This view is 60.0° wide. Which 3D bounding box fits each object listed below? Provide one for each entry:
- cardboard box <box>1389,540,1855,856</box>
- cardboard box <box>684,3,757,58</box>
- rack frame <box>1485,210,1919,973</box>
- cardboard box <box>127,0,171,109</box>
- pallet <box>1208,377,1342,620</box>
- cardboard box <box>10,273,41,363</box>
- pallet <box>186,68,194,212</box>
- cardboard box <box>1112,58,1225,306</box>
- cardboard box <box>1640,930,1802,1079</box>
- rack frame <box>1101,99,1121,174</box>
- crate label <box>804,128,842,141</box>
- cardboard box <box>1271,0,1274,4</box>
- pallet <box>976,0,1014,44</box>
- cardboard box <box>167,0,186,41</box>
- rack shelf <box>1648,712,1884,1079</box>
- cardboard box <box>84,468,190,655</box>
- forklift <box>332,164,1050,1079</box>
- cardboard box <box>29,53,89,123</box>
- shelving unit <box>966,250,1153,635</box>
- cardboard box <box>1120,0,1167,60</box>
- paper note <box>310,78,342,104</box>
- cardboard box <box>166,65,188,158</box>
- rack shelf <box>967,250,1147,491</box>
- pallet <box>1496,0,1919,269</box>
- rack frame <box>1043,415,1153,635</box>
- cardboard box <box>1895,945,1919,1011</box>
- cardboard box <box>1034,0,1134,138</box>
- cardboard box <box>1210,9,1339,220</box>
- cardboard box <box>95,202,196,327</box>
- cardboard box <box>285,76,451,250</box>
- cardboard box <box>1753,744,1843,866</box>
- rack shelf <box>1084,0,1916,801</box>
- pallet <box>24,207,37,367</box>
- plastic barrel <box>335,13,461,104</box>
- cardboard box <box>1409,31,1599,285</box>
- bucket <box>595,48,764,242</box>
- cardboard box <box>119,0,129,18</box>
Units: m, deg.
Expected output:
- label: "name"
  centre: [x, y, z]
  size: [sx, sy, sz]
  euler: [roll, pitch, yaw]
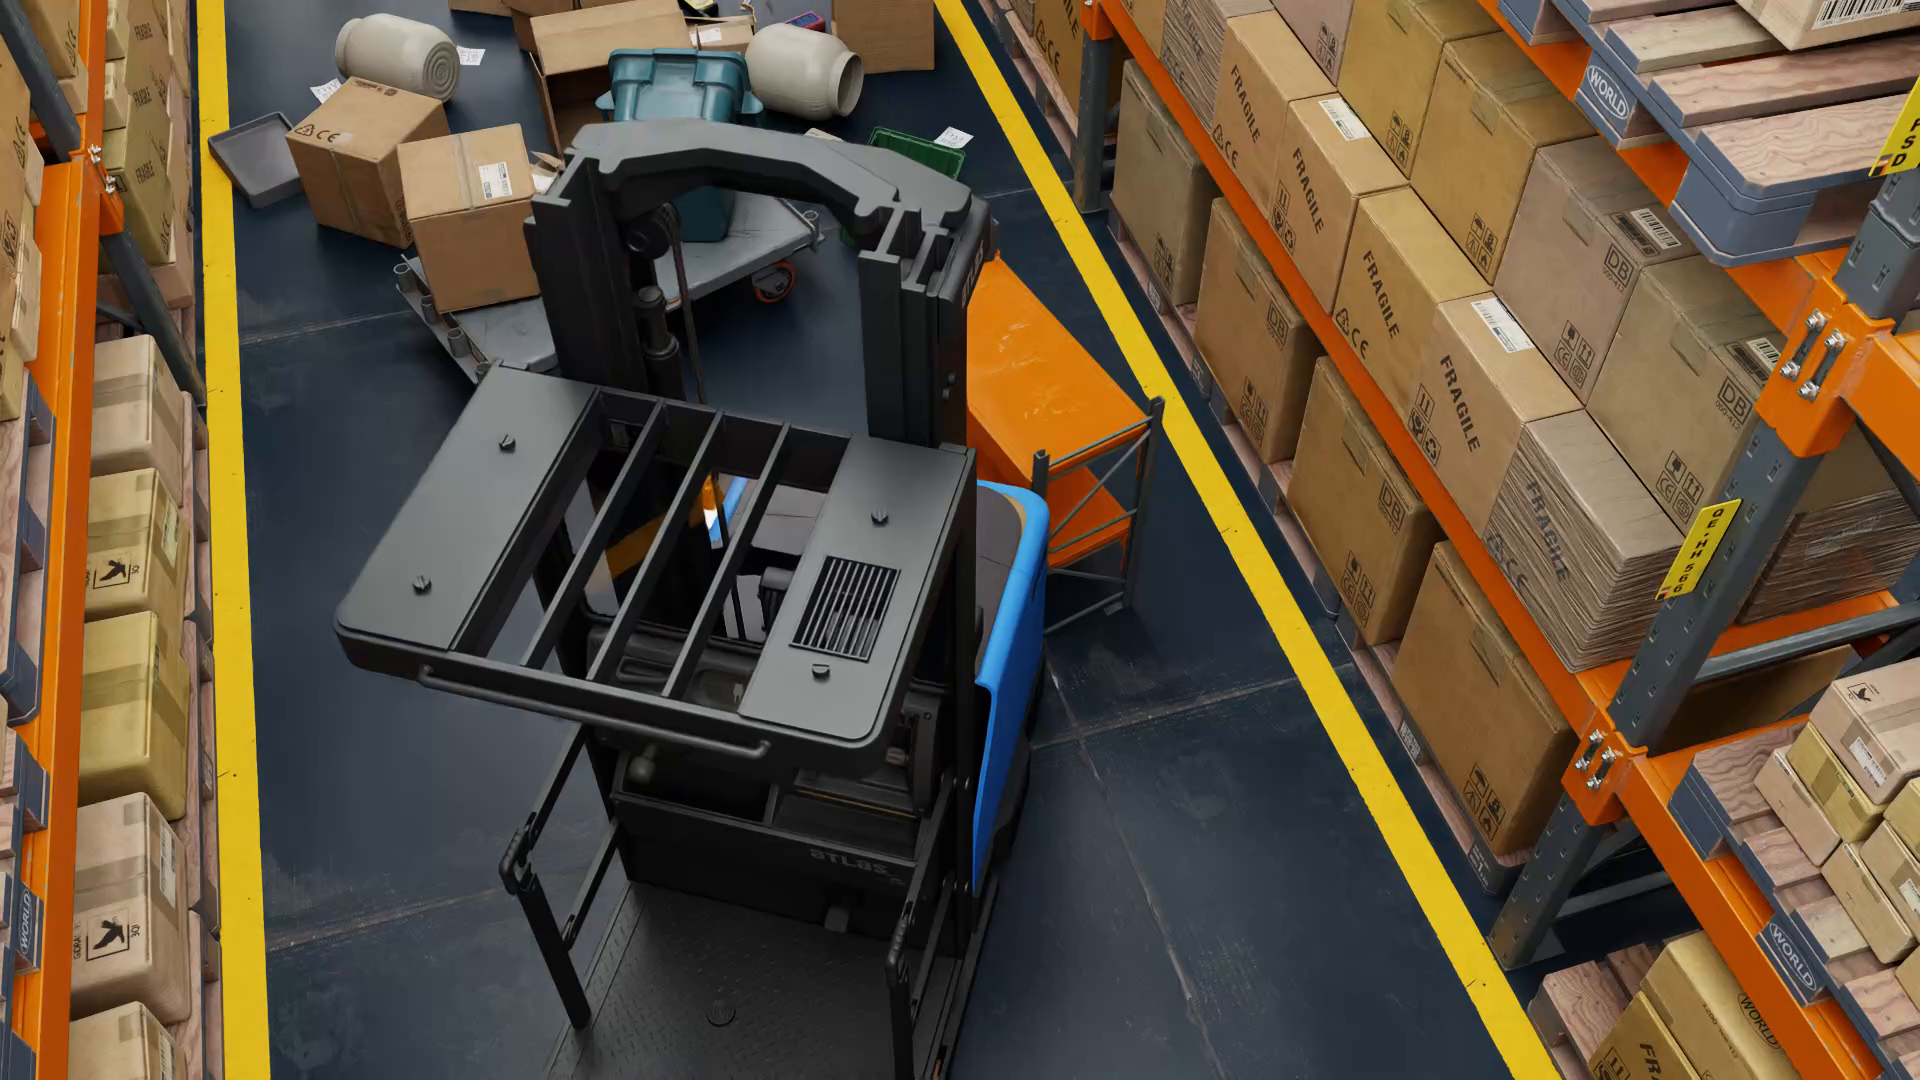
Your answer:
- label: "cardboard box"
  centre: [2.119, 0.396, 5.441]
  size: [1.050, 0.750, 0.750]
  euler: [-14, 51, -11]
- label: "cardboard box"
  centre: [-1.238, -2.608, 8.565]
  size: [0.396, 0.266, 0.258]
  euler: [-6, 50, -5]
- label: "rack frame"
  centre: [2.213, 0.271, 4.349]
  size: [1.000, 3.000, 0.127]
  euler: [-13, 51, -11]
- label: "cardboard box"
  centre: [-3.906, -2.207, 7.472]
  size: [0.500, 0.500, 0.500]
  euler: [-11, 51, -9]
- label: "pallet"
  centre: [-0.315, 1.322, 5.287]
  size: [6.107, 0.211, 4.108]
  euler: [-13, 51, -11]
- label: "cardboard box"
  centre: [-3.002, -0.636, 5.004]
  size: [0.380, 0.149, 0.250]
  euler: [-13, 51, -11]
- label: "pallet"
  centre: [-4.265, -1.934, 8.032]
  size: [1.003, 0.211, 1.213]
  euler: [-13, 51, -11]
- label: "cardboard box"
  centre: [1.300, -1.627, 7.147]
  size: [1.050, 0.750, 0.750]
  euler: [-14, 51, -11]
- label: "cardboard box"
  centre: [2.186, 1.258, 4.387]
  size: [0.500, 0.250, 0.500]
  euler: [-15, 52, -13]
- label: "rack frame"
  centre: [1.033, -2.651, 6.813]
  size: [0.949, 2.616, 0.053]
  euler: [-13, 51, -11]
- label: "crate label"
  centre: [-0.698, -1.854, 8.013]
  size: [0.250, 0.136, 0.298]
  euler: [26, 55, 20]
- label: "cardboard box"
  centre: [1.337, -2.268, 5.771]
  size: [0.700, 0.500, 0.500]
  euler: [-14, 51, -12]
- label: "pallet"
  centre: [0.516, -3.217, 9.114]
  size: [1.003, 0.211, 1.213]
  euler: [-13, 51, -11]
- label: "cardboard box"
  centre: [-4.210, -2.718, 8.393]
  size: [0.500, 0.250, 0.500]
  euler: [-13, 51, -11]
- label: "rack shelf"
  centre: [2.805, 1.878, 3.291]
  size: [0.919, 0.052, 3.809]
  euler: [-13, 51, -11]
- label: "cardboard box"
  centre: [-2.485, 2.124, 3.010]
  size: [0.950, 2.239, 7.527]
  euler: [-10, 51, -9]
- label: "forklift"
  centre: [-0.564, 0.624, 4.155]
  size: [1.129, 2.843, 3.031]
  euler: [11, 51, 9]
- label: "cardboard box"
  centre: [-3.455, -1.679, 6.157]
  size: [0.380, 0.149, 0.250]
  euler: [-14, 51, -11]
- label: "shelving unit"
  centre: [0.176, -0.358, 6.083]
  size: [0.538, 0.981, 1.030]
  euler: [-25, 56, -20]
- label: "cardboard box"
  centre: [0.929, -2.238, 6.399]
  size: [0.500, 0.500, 0.500]
  euler: [-13, 51, -11]
- label: "paper note"
  centre: [-3.202, -2.283, 8.444]
  size: [0.142, 0.019, 0.148]
  euler: [-30, 56, -23]
- label: "cardboard box"
  centre: [-3.913, -1.973, 7.764]
  size: [0.500, 0.250, 0.500]
  euler: [-14, 51, -11]
- label: "rack shelf"
  centre: [0.182, -0.541, 5.854]
  size: [0.538, 0.278, 1.000]
  euler: [-25, 56, -20]
- label: "pallet"
  centre: [1.972, -1.093, 3.661]
  size: [1.213, 0.211, 1.003]
  euler: [-11, 51, -9]
- label: "rack frame"
  centre: [0.442, -0.017, 5.817]
  size: [0.475, 0.981, 0.013]
  euler: [-25, 56, -20]
- label: "cardboard box"
  centre: [2.312, 0.982, 3.639]
  size: [0.380, 0.149, 0.250]
  euler: [-11, 51, -9]
- label: "cardboard box"
  centre: [0.911, -2.576, 7.864]
  size: [0.875, 0.875, 0.875]
  euler: [-13, 51, -10]
- label: "cardboard box"
  centre: [1.224, -1.503, 5.780]
  size: [0.500, 0.500, 0.500]
  euler: [-14, 51, -11]
- label: "cardboard box"
  centre: [-3.585, -1.198, 7.112]
  size: [0.500, 0.250, 0.500]
  euler: [-15, 52, -13]
- label: "cardboard box"
  centre: [-2.686, -1.743, 7.680]
  size: [0.500, 0.500, 0.500]
  euler: [18, 52, 14]
- label: "cardboard box"
  centre: [2.153, 0.589, 3.971]
  size: [0.380, 0.149, 0.250]
  euler: [-14, 51, -11]
- label: "rack shelf"
  centre: [1.622, -0.958, 5.856]
  size: [1.077, 0.370, 4.000]
  euler: [-13, 51, -11]
- label: "pallet"
  centre: [-3.581, -0.804, 5.381]
  size: [1.003, 0.211, 1.213]
  euler: [-13, 51, -11]
- label: "plastic barrel"
  centre: [-2.794, -2.382, 8.271]
  size: [0.512, 0.421, 0.421]
  euler: [18, 52, 14]
- label: "cardboard box"
  centre: [1.785, -1.157, 4.834]
  size: [0.700, 0.500, 0.500]
  euler: [-14, 51, -12]
- label: "bucket"
  centre: [-1.212, -1.663, 7.127]
  size: [0.726, 0.611, 0.620]
  euler: [2, 60, 2]
- label: "cardboard box"
  centre: [-3.801, -2.325, 7.147]
  size: [0.380, 0.149, 0.250]
  euler: [-11, 51, -9]
